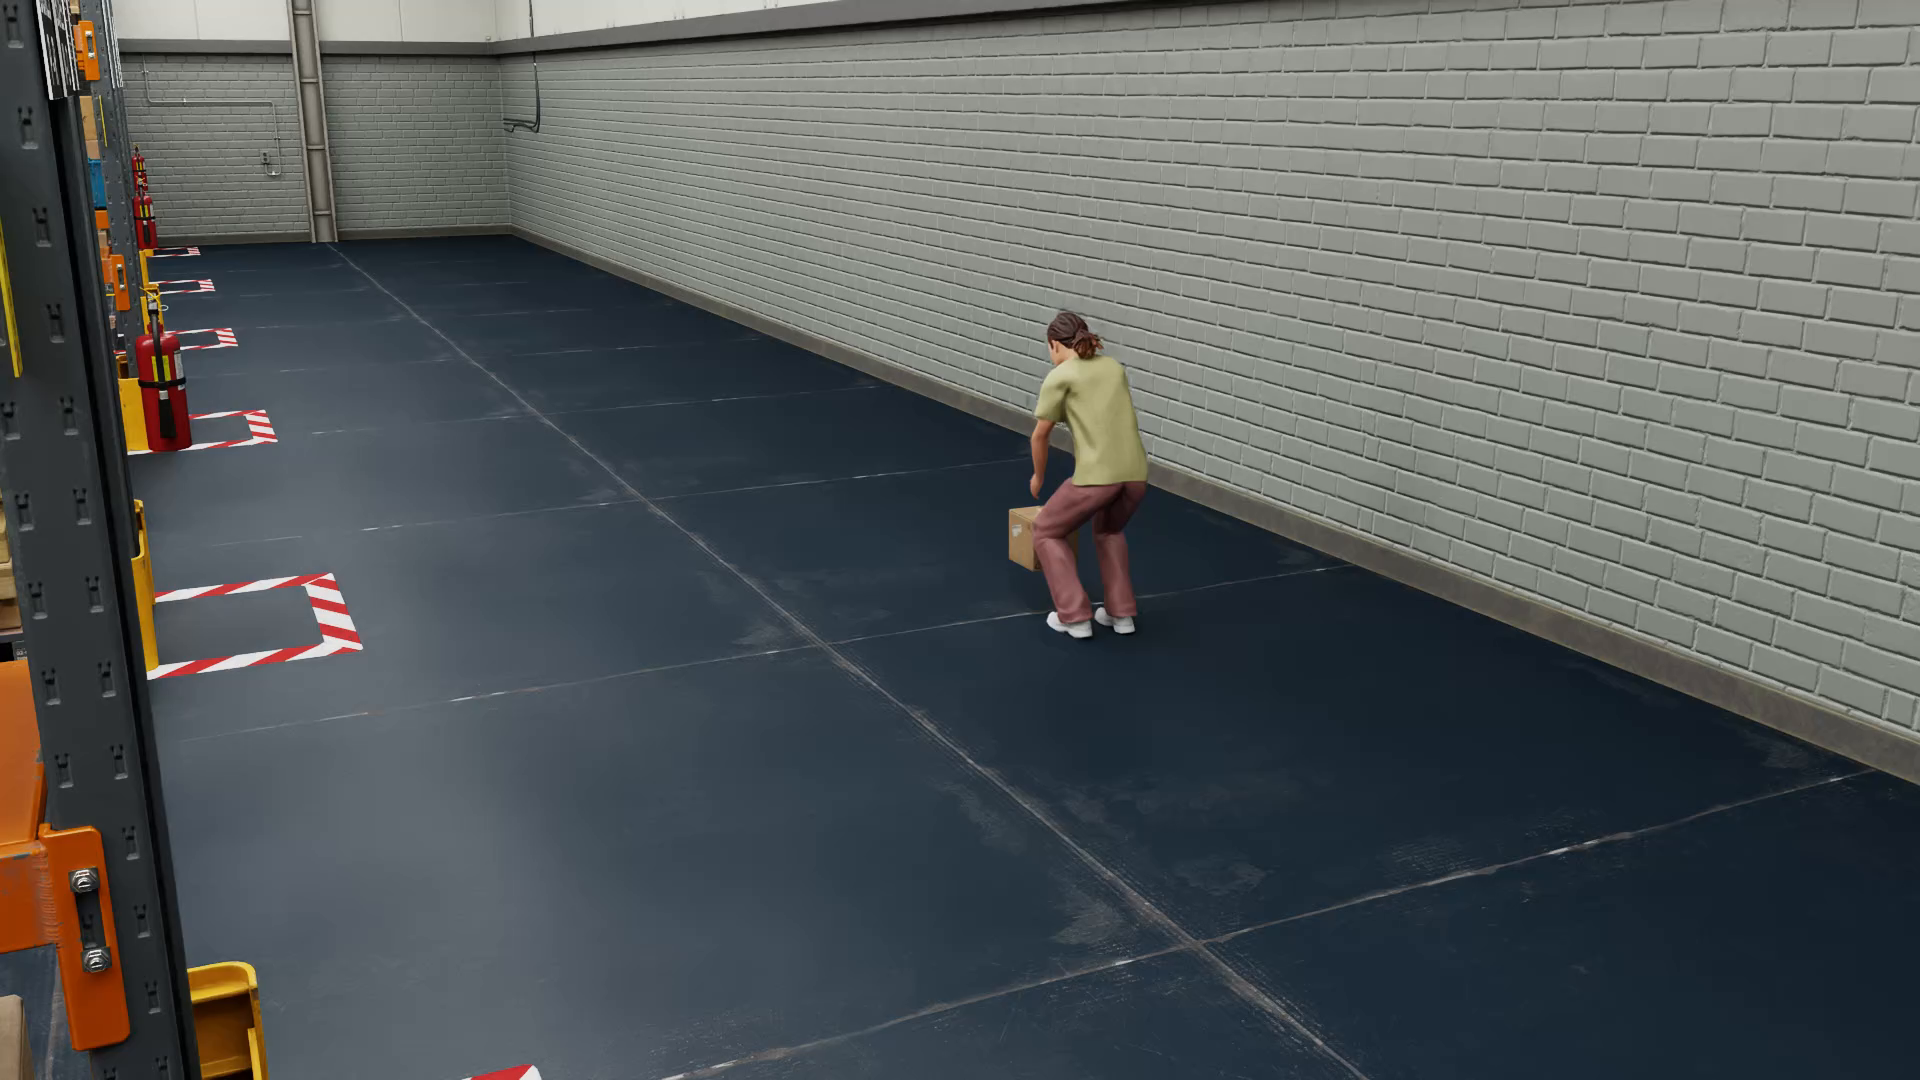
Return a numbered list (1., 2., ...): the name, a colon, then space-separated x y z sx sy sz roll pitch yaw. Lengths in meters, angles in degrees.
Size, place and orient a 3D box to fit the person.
1. person: 0.567 -0.284 7.515 0.507 1.444 0.595 -7 17 -25
